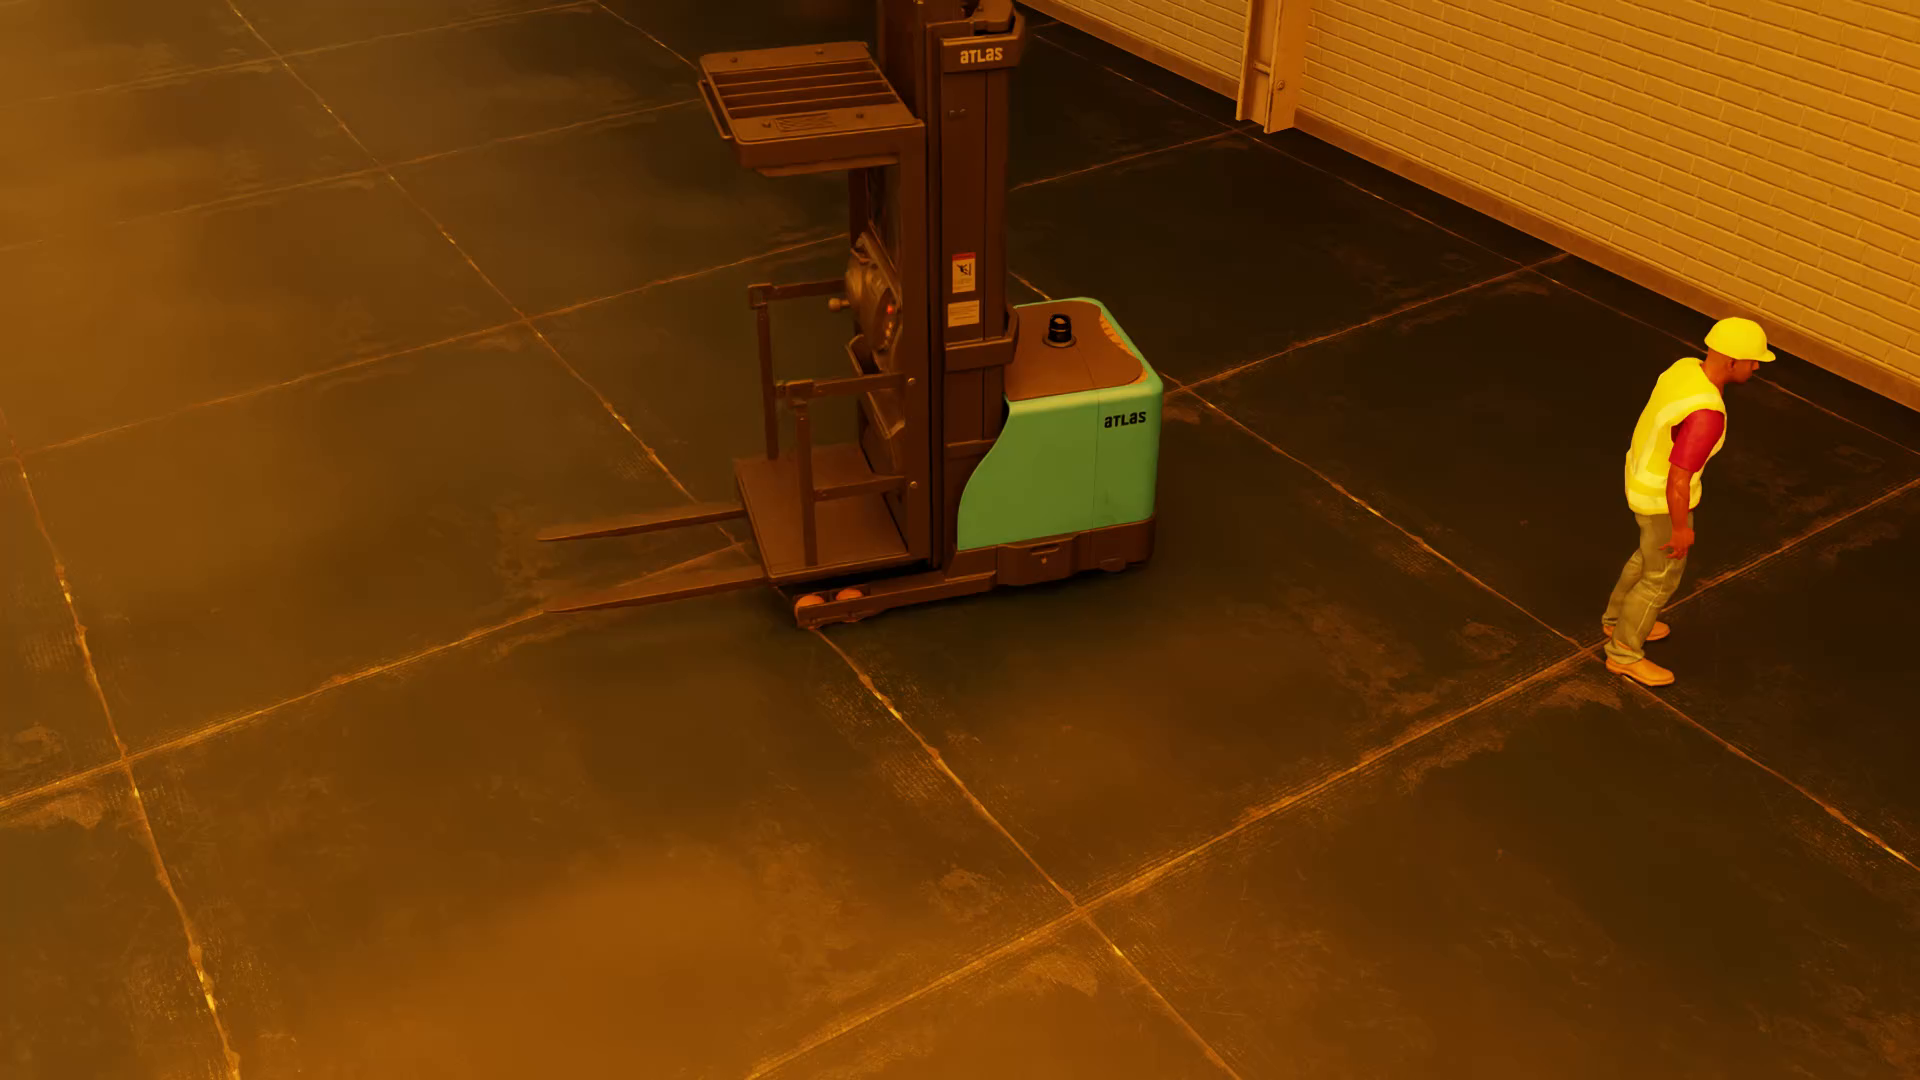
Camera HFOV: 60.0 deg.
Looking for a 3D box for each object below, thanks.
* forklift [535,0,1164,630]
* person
[{"bbox_3d":[-0.587,-1.103,7.717,3.031,2.935,1.130,-9,36,-13],"label":"forklift"},{"bbox_3d":[3.206,-0.199,7.454,0.462,1.759,0.626,9,36,12],"label":"person"}]
